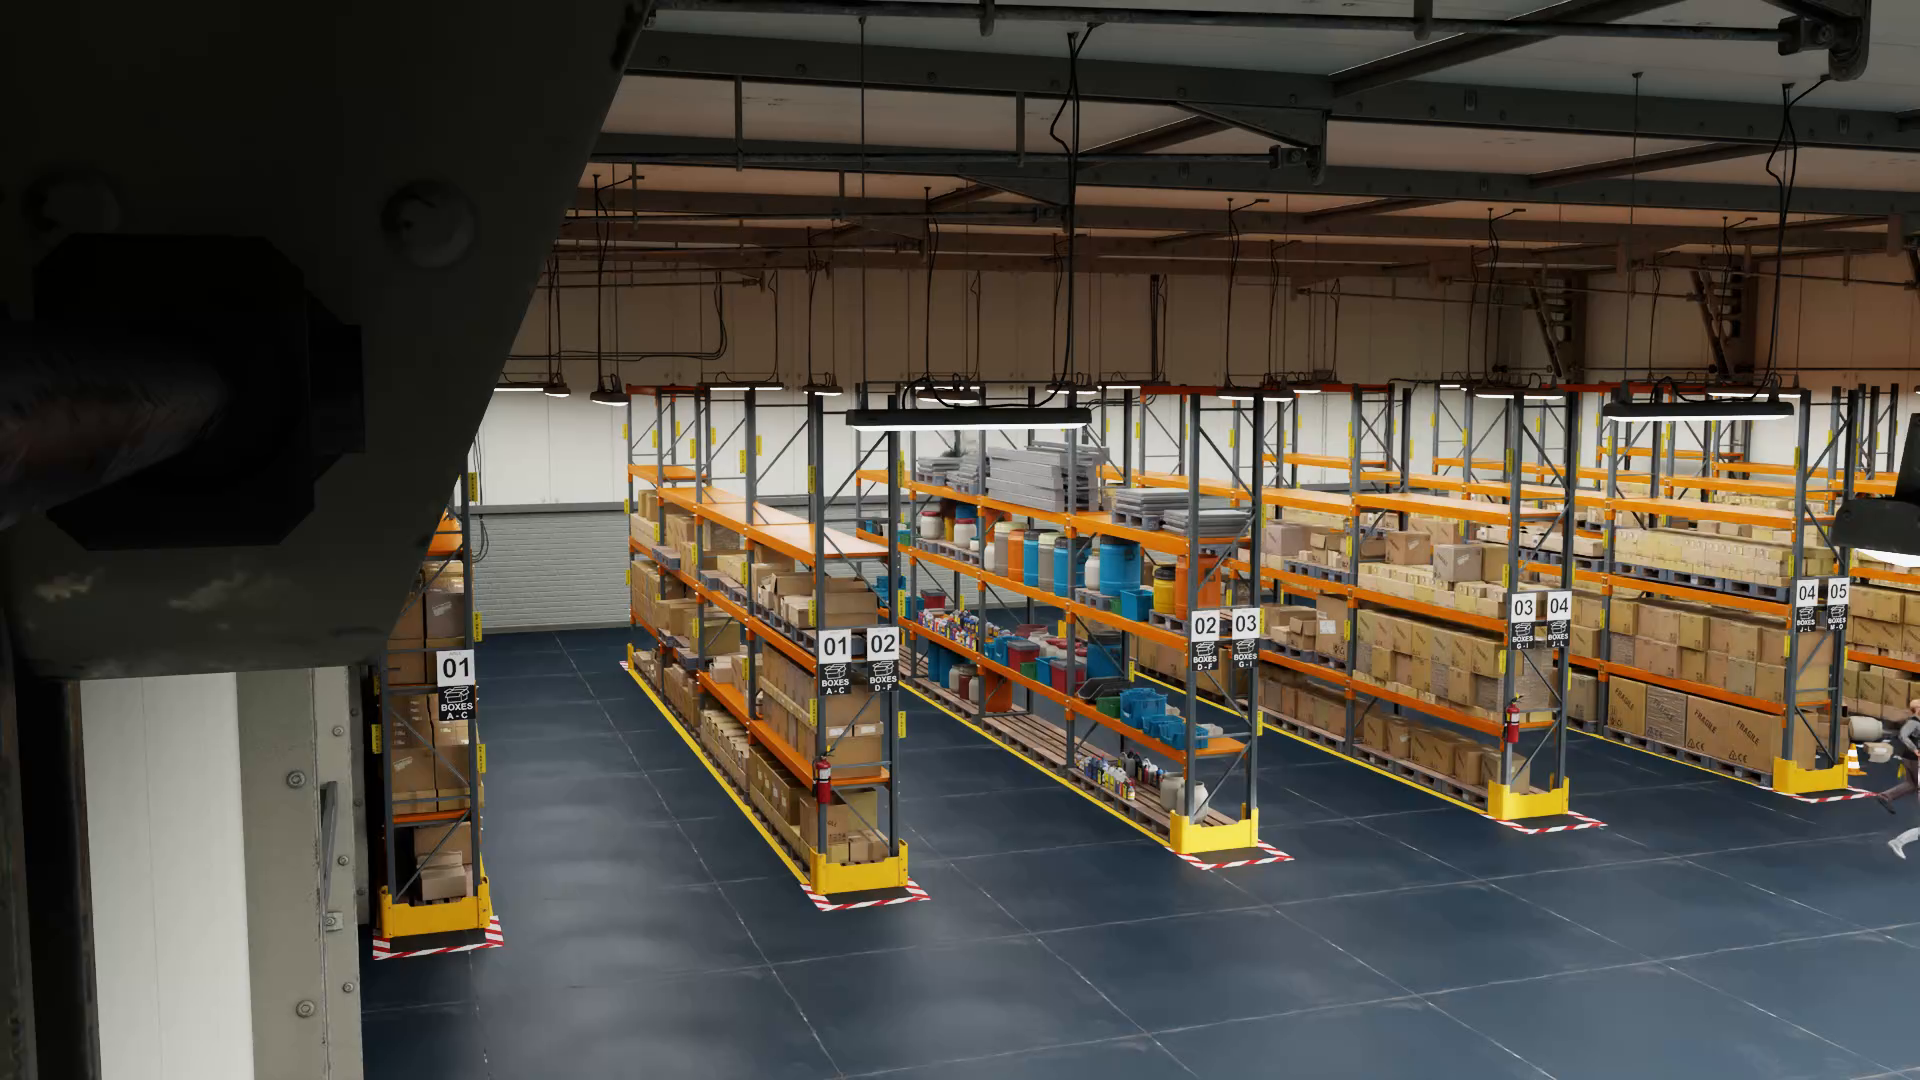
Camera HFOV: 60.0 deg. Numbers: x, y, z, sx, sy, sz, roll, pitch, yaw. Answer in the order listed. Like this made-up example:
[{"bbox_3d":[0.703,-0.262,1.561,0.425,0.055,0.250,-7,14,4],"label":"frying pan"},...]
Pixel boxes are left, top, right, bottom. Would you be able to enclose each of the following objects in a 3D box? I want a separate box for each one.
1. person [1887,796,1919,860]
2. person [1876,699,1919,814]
[{"bbox_3d":[12.256,3.323,20.958,0.877,1.670,0.622,2,6,15],"label":"person"},{"bbox_3d":[13.336,3.082,23.252,0.856,1.727,0.680,3,7,26],"label":"person"}]
